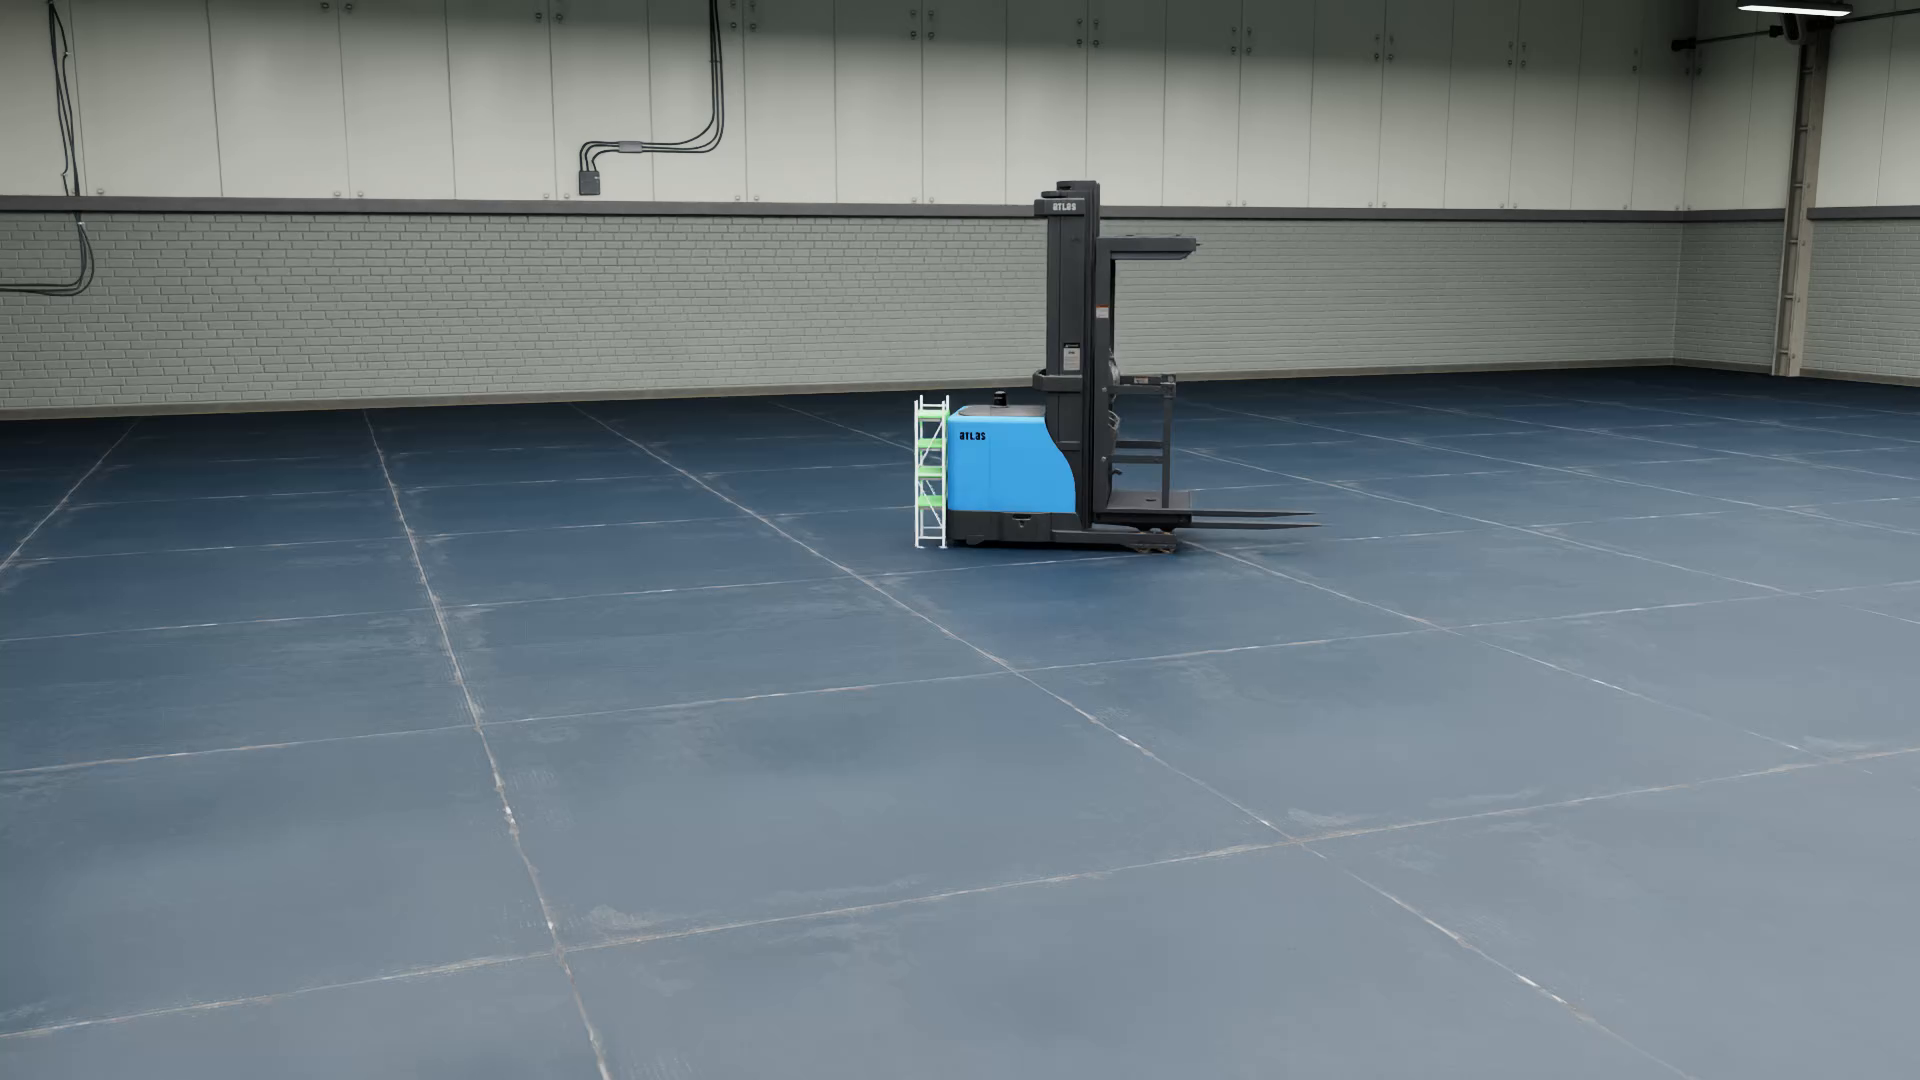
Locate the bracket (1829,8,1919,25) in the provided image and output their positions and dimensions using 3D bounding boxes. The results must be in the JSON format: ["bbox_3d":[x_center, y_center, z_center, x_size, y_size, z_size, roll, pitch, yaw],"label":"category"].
[{"bbox_3d":[16.306,-8.787,27.343,0.076,0.066,4.783,-4,11,-21],"label":"bracket"}]

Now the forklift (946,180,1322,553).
[{"bbox_3d":[1.442,-1.435,13.617,3.031,2.935,1.130,1,10,7],"label":"forklift"}]

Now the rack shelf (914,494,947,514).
[{"bbox_3d":[-0.227,-0.271,13.754,0.258,0.148,0.480,1,10,3],"label":"rack shelf"}]

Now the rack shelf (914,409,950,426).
[{"bbox_3d":[-0.227,-0.980,13.628,0.258,0.148,0.480,1,10,3],"label":"rack shelf"}]

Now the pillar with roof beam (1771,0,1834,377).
[{"bbox_3d":[11.540,-7.252,28.994,9.100,9.000,0.548,-4,11,-21],"label":"pillar with roof beam"}]

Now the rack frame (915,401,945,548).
[{"bbox_3d":[-0.242,-0.528,13.461,0.240,1.200,0.015,1,10,3],"label":"rack frame"}]

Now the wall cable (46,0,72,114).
[{"bbox_3d":[-11.120,-7.220,23.261,3.097,2.526,0.112,-4,11,-21],"label":"wall cable"}]

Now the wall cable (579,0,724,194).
[{"bbox_3d":[-4.787,-8.365,25.541,2.305,6.003,0.169,-4,11,-21],"label":"wall cable"}]

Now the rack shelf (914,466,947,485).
[{"bbox_3d":[-0.227,-0.507,13.712,0.258,0.148,0.480,1,10,3],"label":"rack shelf"}]

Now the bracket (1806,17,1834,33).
[{"bbox_3d":[15.372,-9.207,29.707,0.235,0.232,0.430,-4,11,-21],"label":"bracket"}]

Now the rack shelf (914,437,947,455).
[{"bbox_3d":[-0.227,-0.744,13.670,0.258,0.148,0.480,1,10,3],"label":"rack shelf"}]

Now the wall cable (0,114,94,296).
[{"bbox_3d":[-13.641,-4.562,22.739,3.097,2.526,0.112,-4,11,-21],"label":"wall cable"}]

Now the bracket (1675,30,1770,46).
[{"bbox_3d":[14.427,-9.633,32.102,0.076,0.066,3.189,-4,11,-21],"label":"bracket"}]

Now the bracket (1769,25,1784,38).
[{"bbox_3d":[15.072,-9.343,30.469,0.235,0.232,0.430,-4,11,-21],"label":"bracket"}]

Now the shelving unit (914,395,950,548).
[{"bbox_3d":[-0.227,-0.570,13.701,0.258,1.200,0.503,1,10,3],"label":"shelving unit"}]

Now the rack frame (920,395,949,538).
[{"bbox_3d":[-0.212,-0.613,13.941,0.240,1.200,0.015,1,10,3],"label":"rack frame"}]

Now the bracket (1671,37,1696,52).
[{"bbox_3d":[14.213,-9.729,32.644,0.235,0.232,0.430,-4,11,-21],"label":"bracket"}]

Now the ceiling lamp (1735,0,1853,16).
[{"bbox_3d":[12.330,-9.453,24.703,2.000,3.185,0.800,-4,11,-21],"label":"ceiling lamp"}]
